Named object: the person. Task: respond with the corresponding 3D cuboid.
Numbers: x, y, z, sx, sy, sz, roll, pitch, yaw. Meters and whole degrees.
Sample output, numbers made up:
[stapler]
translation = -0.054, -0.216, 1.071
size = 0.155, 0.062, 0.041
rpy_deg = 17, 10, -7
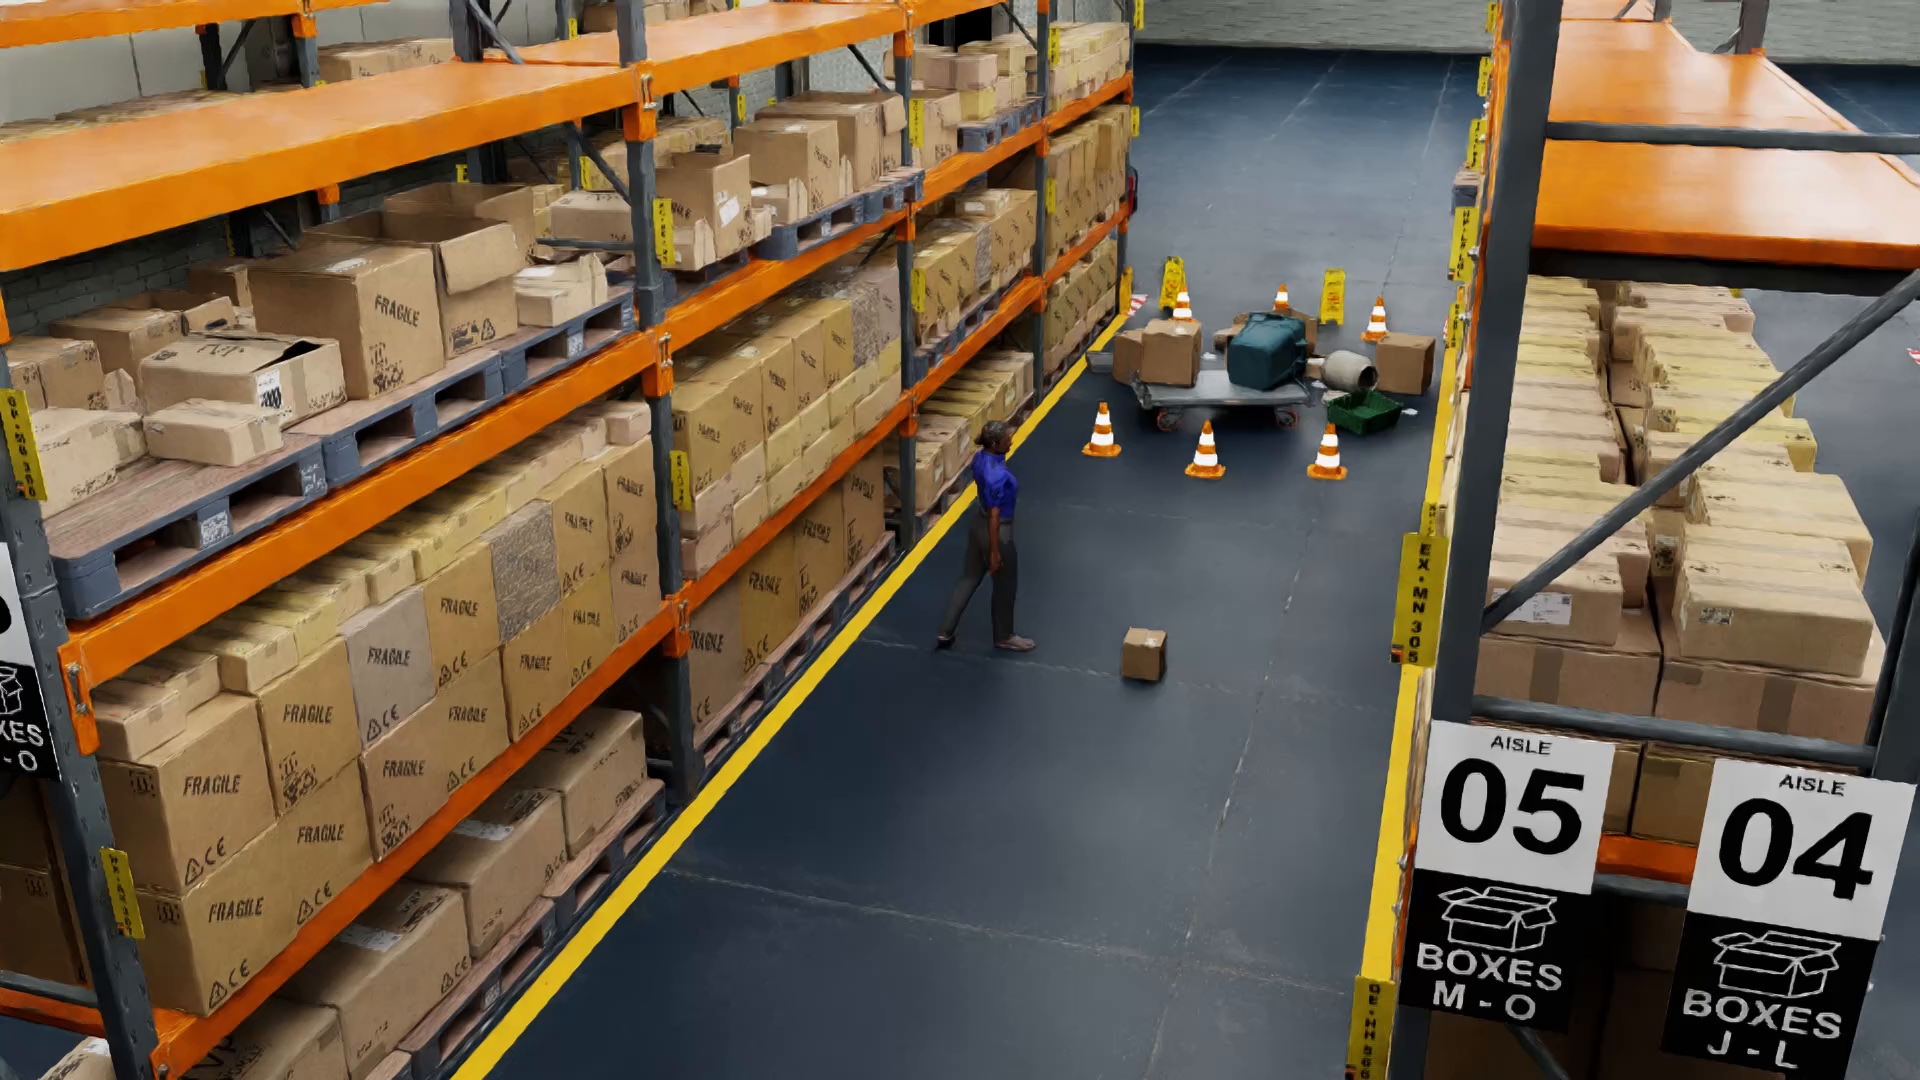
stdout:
[person]
translation = 0.178, -0.026, 11.168
size = 0.651, 1.651, 0.578
rpy_deg = -7, 23, -17
